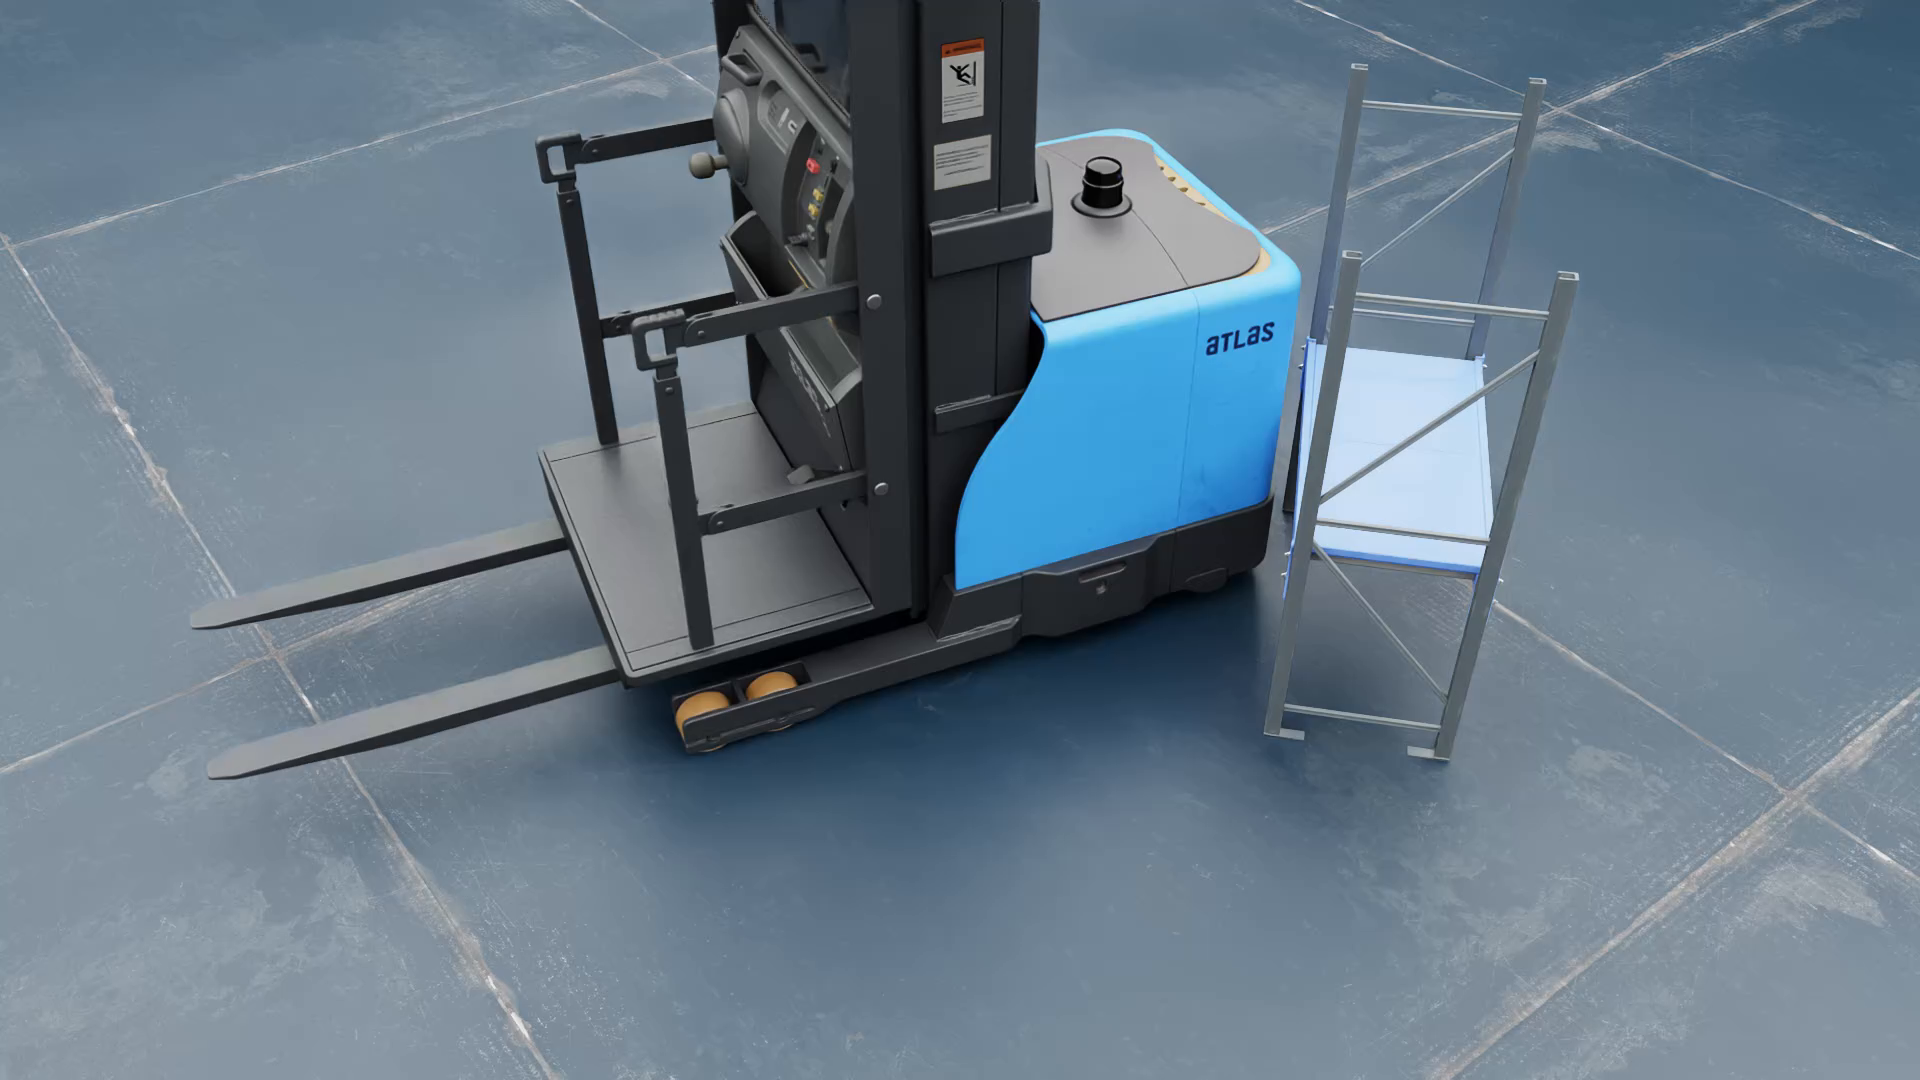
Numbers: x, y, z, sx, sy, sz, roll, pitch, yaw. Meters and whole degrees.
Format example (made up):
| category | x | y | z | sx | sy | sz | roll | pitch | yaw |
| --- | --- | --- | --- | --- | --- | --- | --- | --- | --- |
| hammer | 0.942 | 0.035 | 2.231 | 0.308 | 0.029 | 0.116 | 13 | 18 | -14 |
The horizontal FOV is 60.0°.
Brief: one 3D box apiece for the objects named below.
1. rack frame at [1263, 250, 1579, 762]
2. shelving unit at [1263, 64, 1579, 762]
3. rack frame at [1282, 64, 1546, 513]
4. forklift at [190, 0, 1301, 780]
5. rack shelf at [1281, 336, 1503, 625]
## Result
| category | x | y | z | sx | sy | sz | roll | pitch | yaw |
| --- | --- | --- | --- | --- | --- | --- | --- | --- | --- |
| rack frame | 1.085 | -0.018 | 4.089 | 0.500 | 1.500 | 0.032 | 7 | 40 | 9 |
| shelving unit | 1.186 | -0.334 | 4.474 | 0.538 | 1.500 | 1.048 | 7 | 40 | 9 |
| rack frame | 1.287 | -0.650 | 4.860 | 0.500 | 1.500 | 0.032 | 7 | 40 | 9 |
| forklift | -0.628 | -0.937 | 4.082 | 3.031 | 2.935 | 1.130 | -15 | 42 | -18 |
| rack shelf | 1.186 | -0.195 | 4.588 | 0.538 | 0.185 | 1.000 | 7 | 40 | 9 |
